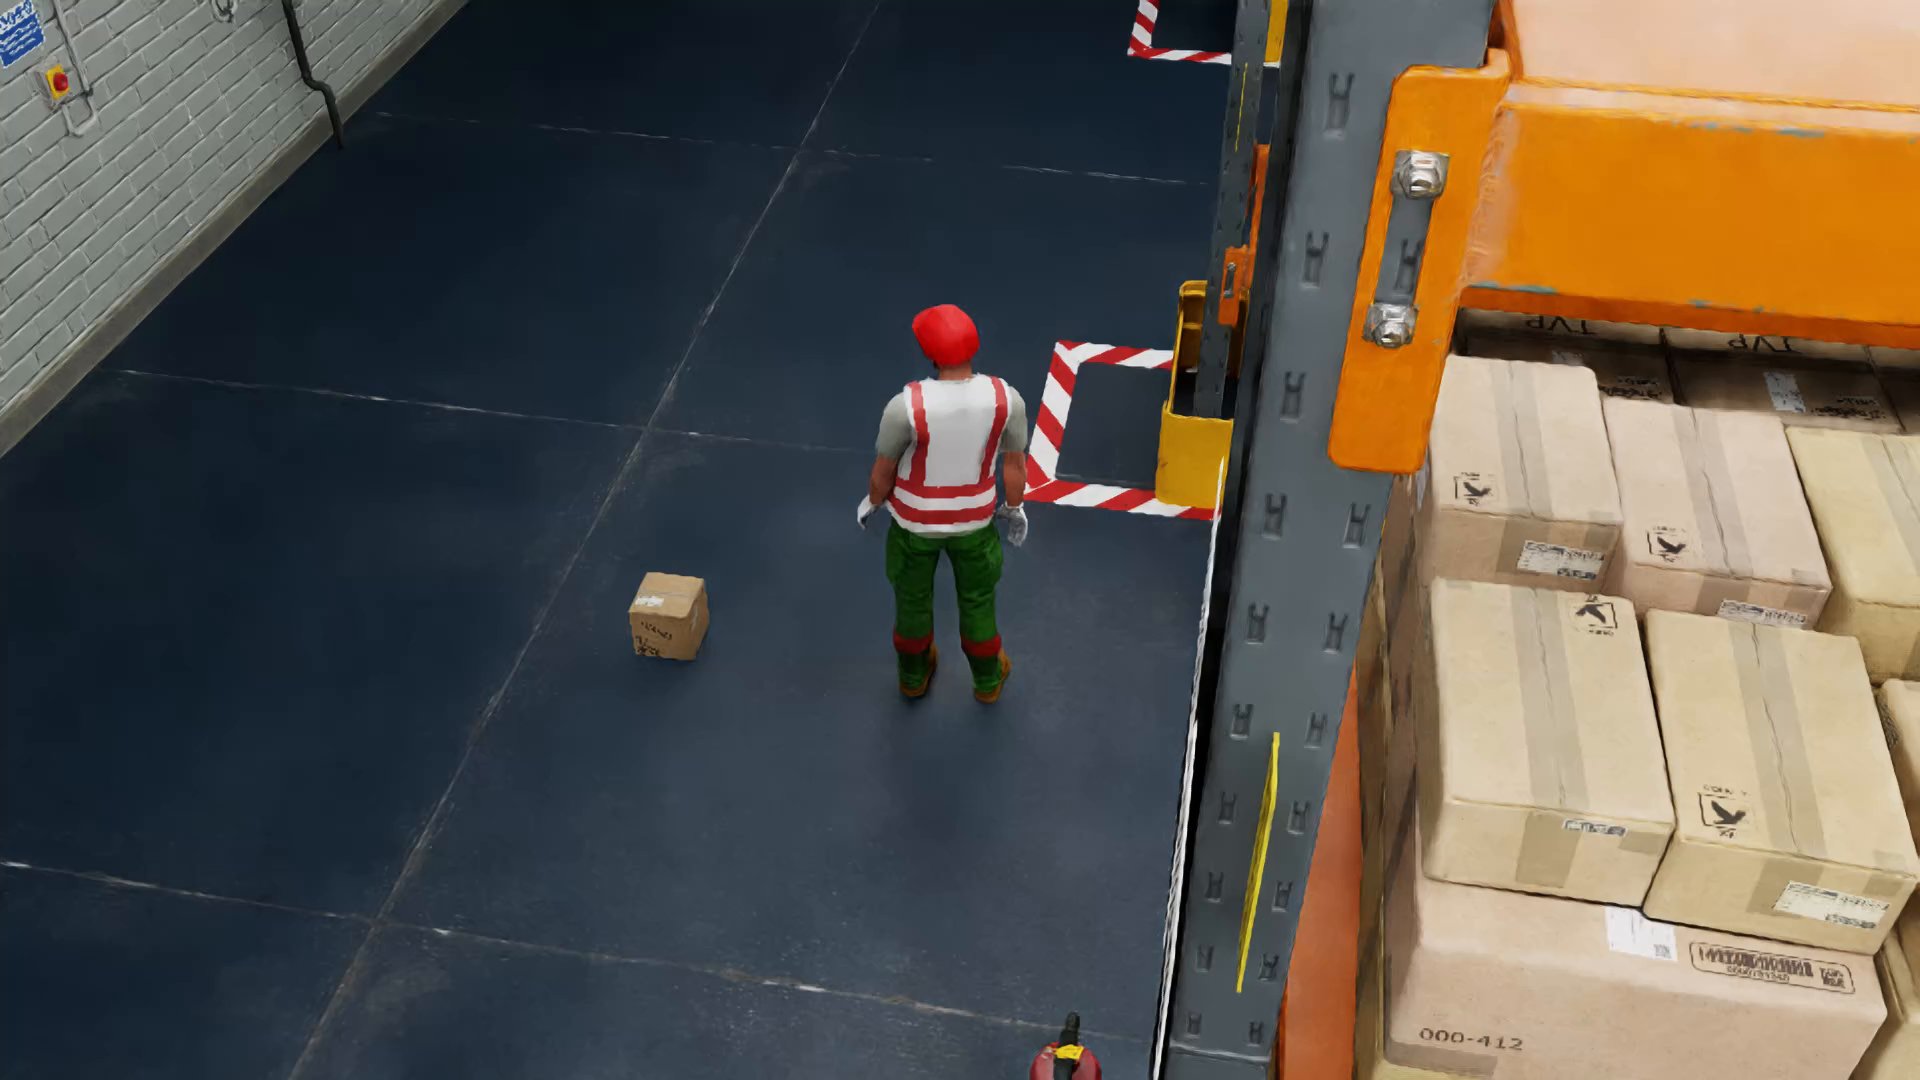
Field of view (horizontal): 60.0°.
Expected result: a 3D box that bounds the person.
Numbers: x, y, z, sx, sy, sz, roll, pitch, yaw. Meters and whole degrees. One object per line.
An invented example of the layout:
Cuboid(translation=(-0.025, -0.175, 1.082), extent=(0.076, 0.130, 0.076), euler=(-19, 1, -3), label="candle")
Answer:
Cuboid(translation=(-0.064, -0.112, 6.230), extent=(0.634, 1.796, 0.388), euler=(-7, 41, -8), label="person")
